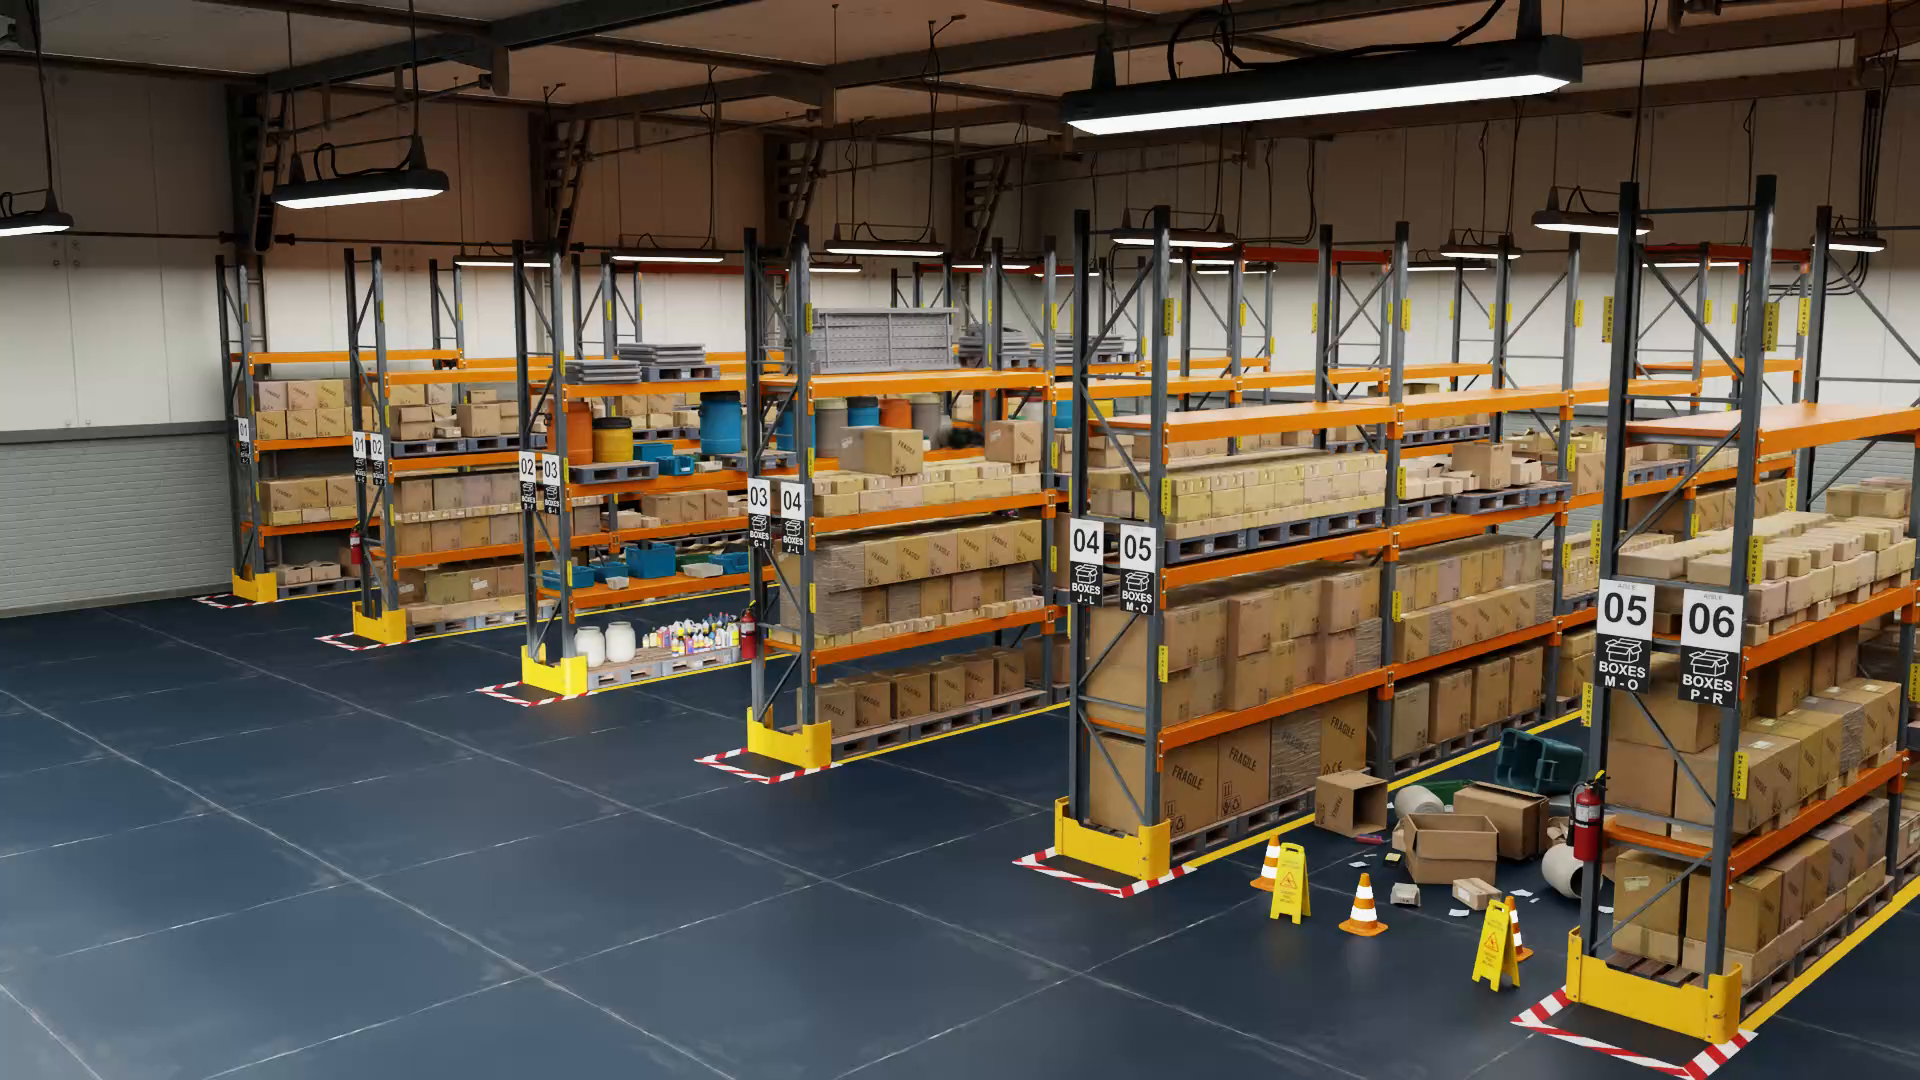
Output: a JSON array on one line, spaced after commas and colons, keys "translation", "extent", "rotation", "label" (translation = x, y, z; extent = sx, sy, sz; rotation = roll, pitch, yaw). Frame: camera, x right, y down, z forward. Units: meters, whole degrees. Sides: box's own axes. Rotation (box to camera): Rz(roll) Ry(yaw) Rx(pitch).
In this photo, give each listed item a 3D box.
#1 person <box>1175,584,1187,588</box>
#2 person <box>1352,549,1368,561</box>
[{"translation": [2.828, 1.328, 21.550], "extent": [0.514, 1.617, 0.738], "rotation": [-6, 10, -37], "label": "person"}, {"translation": [5.953, 0.865, 24.653], "extent": [0.540, 1.609, 0.861], "rotation": [8, 11, 43], "label": "person"}]
